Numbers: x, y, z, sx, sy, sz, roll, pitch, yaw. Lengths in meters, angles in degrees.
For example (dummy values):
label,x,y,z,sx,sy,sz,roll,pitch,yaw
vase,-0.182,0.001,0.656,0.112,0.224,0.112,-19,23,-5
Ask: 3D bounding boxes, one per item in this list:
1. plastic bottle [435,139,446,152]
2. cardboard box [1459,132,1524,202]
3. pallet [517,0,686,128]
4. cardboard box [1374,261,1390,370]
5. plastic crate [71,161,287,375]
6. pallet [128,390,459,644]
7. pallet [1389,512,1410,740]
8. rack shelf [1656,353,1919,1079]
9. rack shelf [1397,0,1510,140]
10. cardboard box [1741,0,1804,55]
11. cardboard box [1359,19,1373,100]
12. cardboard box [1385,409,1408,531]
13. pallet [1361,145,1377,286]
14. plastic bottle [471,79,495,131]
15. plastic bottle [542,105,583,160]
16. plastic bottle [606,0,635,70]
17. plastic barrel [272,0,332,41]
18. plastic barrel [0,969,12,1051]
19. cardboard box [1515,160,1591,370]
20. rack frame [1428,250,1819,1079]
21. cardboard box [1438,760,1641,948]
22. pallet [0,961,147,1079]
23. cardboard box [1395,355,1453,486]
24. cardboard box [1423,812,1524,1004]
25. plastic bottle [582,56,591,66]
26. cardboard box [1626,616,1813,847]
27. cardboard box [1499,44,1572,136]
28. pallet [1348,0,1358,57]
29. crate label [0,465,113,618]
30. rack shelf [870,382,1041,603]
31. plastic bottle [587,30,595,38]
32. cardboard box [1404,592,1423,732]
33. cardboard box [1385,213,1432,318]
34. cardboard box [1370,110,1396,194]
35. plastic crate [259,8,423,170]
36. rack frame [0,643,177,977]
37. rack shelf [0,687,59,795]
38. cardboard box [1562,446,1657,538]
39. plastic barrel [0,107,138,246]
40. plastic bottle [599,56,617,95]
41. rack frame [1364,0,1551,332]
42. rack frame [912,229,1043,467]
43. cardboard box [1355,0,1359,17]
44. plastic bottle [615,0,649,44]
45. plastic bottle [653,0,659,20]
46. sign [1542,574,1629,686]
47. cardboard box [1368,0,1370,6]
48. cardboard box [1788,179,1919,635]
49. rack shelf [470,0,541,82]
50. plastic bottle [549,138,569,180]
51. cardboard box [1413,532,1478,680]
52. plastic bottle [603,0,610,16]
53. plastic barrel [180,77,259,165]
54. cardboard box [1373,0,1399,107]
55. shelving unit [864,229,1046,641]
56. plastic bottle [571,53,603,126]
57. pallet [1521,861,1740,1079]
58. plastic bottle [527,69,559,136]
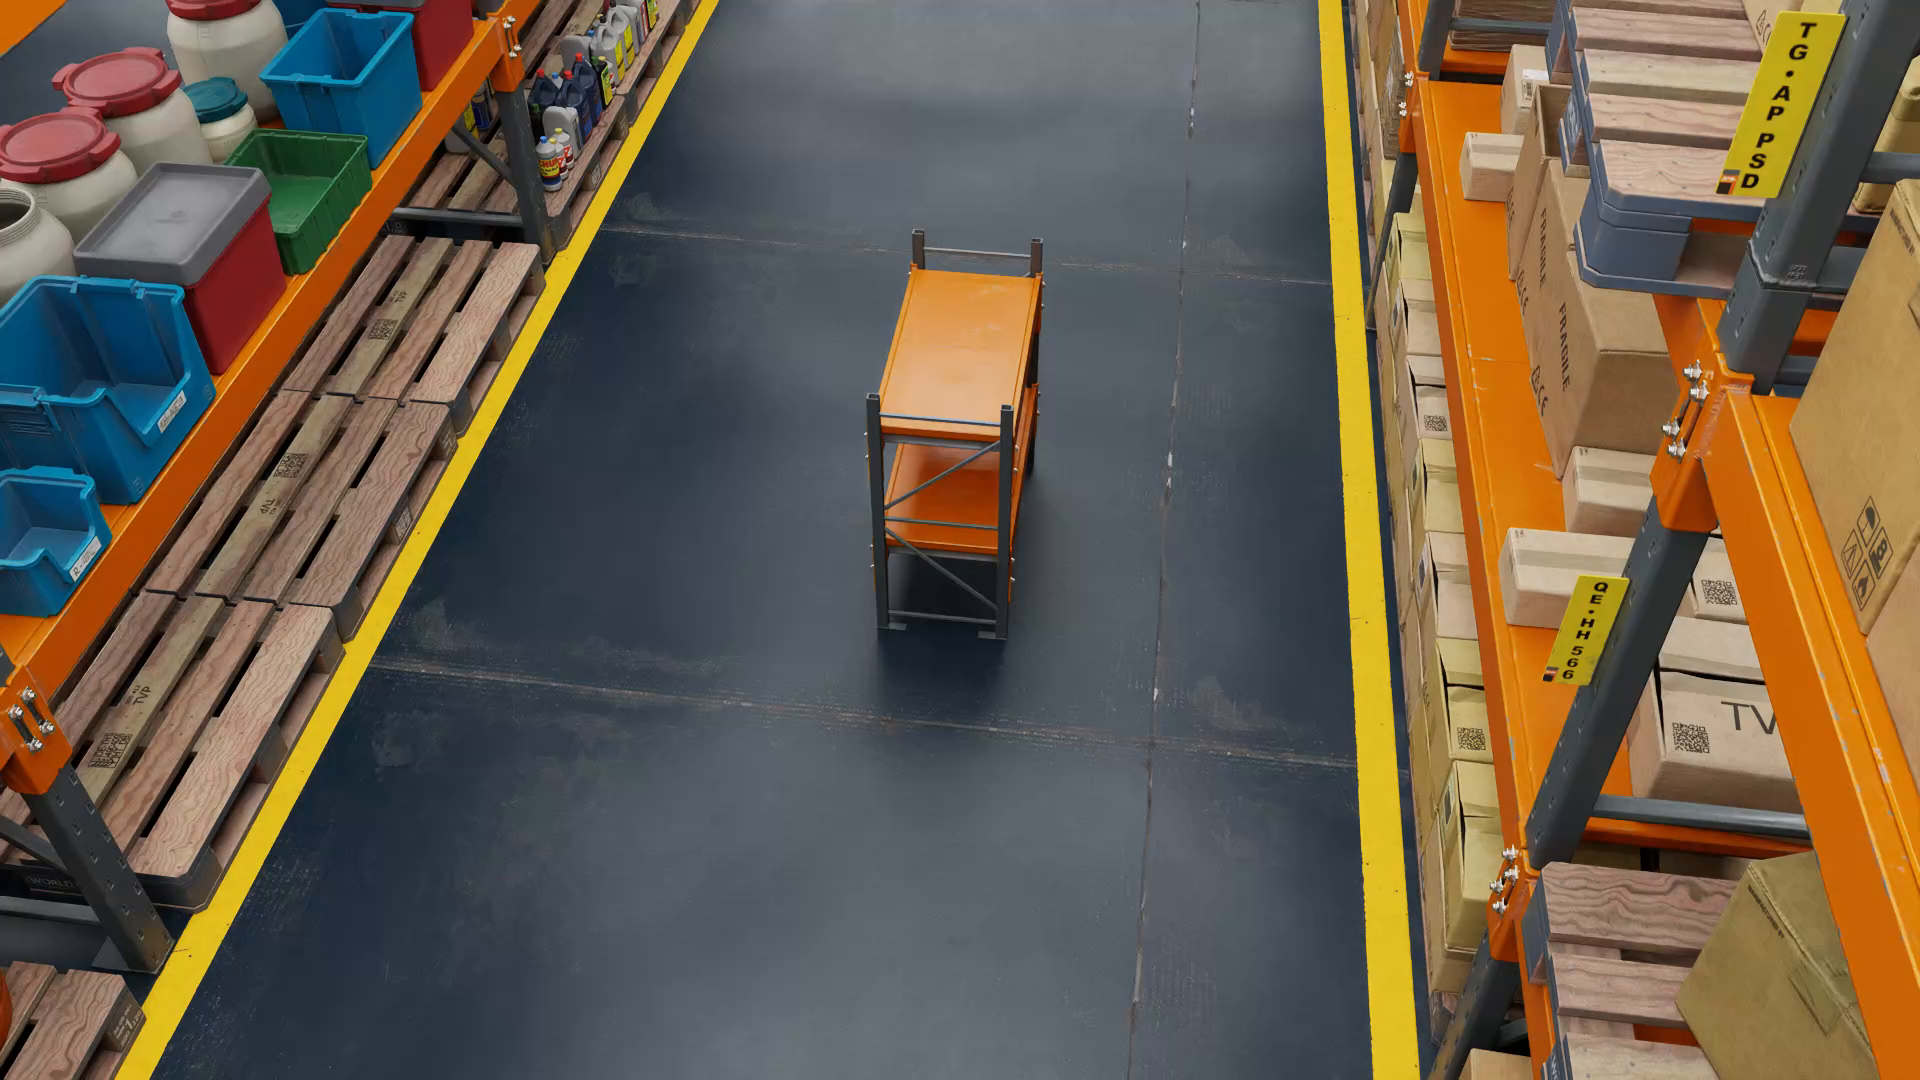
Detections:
label,x,y,z,sx,sy,sz,roll,pitch,yaw
plastic bottle,-2.709,-2.179,8.476,0.144,0.351,0.185,4,44,4
cardboard box,2.081,-1.387,6.216,0.380,0.149,0.250,5,44,6
pallet,-2.219,-2.791,9.544,1.003,0.211,1.213,5,44,6
cardboard box,2.102,-0.965,7.282,0.500,0.250,0.500,4,44,5
plastic crate,-2.520,-0.887,5.458,0.402,0.464,0.583,5,44,6
pallet,-2.732,-0.131,6.735,1.003,0.211,1.213,5,44,6
pallet,2.184,0.289,6.292,1.003,0.211,1.213,5,44,6
rack shelf,1.608,1.198,1.645,1.077,0.370,4.000,5,44,6
rack shelf,2.666,-3.165,8.434,1.077,0.370,4.000,5,44,6
cardboard box,1.928,-1.198,3.455,0.500,0.250,0.500,6,44,7
cardboard box,2.439,-2.576,8.983,0.500,0.250,0.500,5,44,6
cardboard box,1.968,-0.264,6.541,0.500,0.250,0.500,4,44,4
pallet,2.548,-1.589,8.275,1.003,0.211,1.213,5,44,6
plastic bottle,-2.533,-2.286,8.644,0.152,0.276,0.135,5,44,6
plastic bottle,-2.016,-2.087,8.434,0.152,0.276,0.135,7,44,7
plastic bottle,-1.884,-2.772,9.102,0.144,0.351,0.185,7,44,7
plastic barrel,-2.860,-2.462,6.804,0.600,0.901,0.708,5,44,6
plastic barrel,-3.085,1.180,4.595,0.600,0.830,0.708,5,44,6
cardboard box,2.148,-0.877,5.422,0.500,0.500,0.500,5,44,6
rack frame,1.872,0.663,3.868,1.000,3.000,0.127,5,44,6
cardboard box,1.698,0.926,4.877,0.500,0.311,0.500,6,44,7
pallet,-3.100,1.764,4.734,1.003,0.211,1.213,5,44,6
cardboard box,1.961,-0.469,6.350,0.500,0.311,0.500,4,44,4
cardboard box,1.700,1.128,5.072,0.500,0.250,0.500,6,44,7
plastic bottle,-1.983,-2.430,8.799,0.097,0.271,0.097,0,43,0
cardboard box,1.964,0.451,4.157,0.500,0.311,0.500,8,44,8
cardboard box,2.379,-1.669,6.441,0.500,0.250,0.500,8,44,8
pallet,2.870,-3.252,10.031,1.003,0.211,1.213,5,44,6
crate label,-2.610,0.018,4.671,0.303,0.233,0.416,5,44,6
rack shelf,-0.001,-0.226,6.526,0.538,0.278,1.000,5,44,6
plastic bottle,-2.010,-2.698,9.134,0.097,0.201,0.097,0,43,0
cardboard box,1.834,0.434,5.805,0.500,0.250,0.500,6,44,6
cardboard box,2.100,-1.162,7.082,0.500,0.311,0.500,5,44,6
cardboard box,2.322,-1.893,8.262,0.500,0.250,0.500,5,44,6
plastic crate,-2.346,-1.730,6.407,0.392,0.384,0.575,5,44,6
rack frame,-3.037,0.210,4.347,1.000,3.000,0.127,5,44,6
rack shelf,-3.301,1.834,3.154,1.077,0.370,4.000,5,44,6
cardboard box,1.985,-0.120,4.878,0.380,0.149,0.250,8,44,9
plastic barrel,-3.006,-1.139,5.672,0.433,0.535,0.433,0,43,0
plastic bottle,-1.905,-2.492,8.915,0.097,0.201,0.097,0,43,0
rack frame,2.401,-2.063,6.748,1.000,3.000,0.127,5,44,6
rack frame,0.066,-0.750,6.724,0.500,1.125,0.032,5,44,6
cardboard box,2.576,-3.257,9.703,0.500,0.250,0.500,5,44,6
plastic bottle,-1.848,-2.952,9.347,0.152,0.276,0.135,6,44,6
plastic bottle,-1.788,-3.094,9.552,0.097,0.201,0.097,0,43,0
sign,1.322,0.194,3.521,0.100,0.325,0.005,5,44,6
cardboard box,2.521,-3.188,9.084,0.500,0.500,0.500,5,44,6
cardboard box,1.848,-0.162,2.486,0.910,0.500,0.500,5,44,6
rack shelf,-2.244,-3.618,8.913,1.077,0.370,4.000,5,44,6
plastic bottle,-2.018,-1.906,8.297,0.097,0.201,0.097,0,43,0
cardboard box,1.829,0.227,5.615,0.500,0.311,0.500,5,44,5
plastic bottle,-1.954,-2.964,9.354,0.061,0.283,0.133,5,44,6
plastic barrel,-2.835,-1.578,6.335,0.301,0.262,0.301,0,43,0
cardboard box,2.386,-2.506,8.364,0.500,0.500,0.500,5,44,6
shelving unit,-0.001,-0.404,6.358,0.538,1.125,1.048,5,44,6
plastic bottle,-1.965,-2.355,8.662,0.144,0.351,0.185,4,44,4
pallet,1.852,1.201,3.440,1.213,0.211,1.003,5,44,6
plastic bottle,-2.133,-2.240,8.540,0.144,0.351,0.185,5,44,6
